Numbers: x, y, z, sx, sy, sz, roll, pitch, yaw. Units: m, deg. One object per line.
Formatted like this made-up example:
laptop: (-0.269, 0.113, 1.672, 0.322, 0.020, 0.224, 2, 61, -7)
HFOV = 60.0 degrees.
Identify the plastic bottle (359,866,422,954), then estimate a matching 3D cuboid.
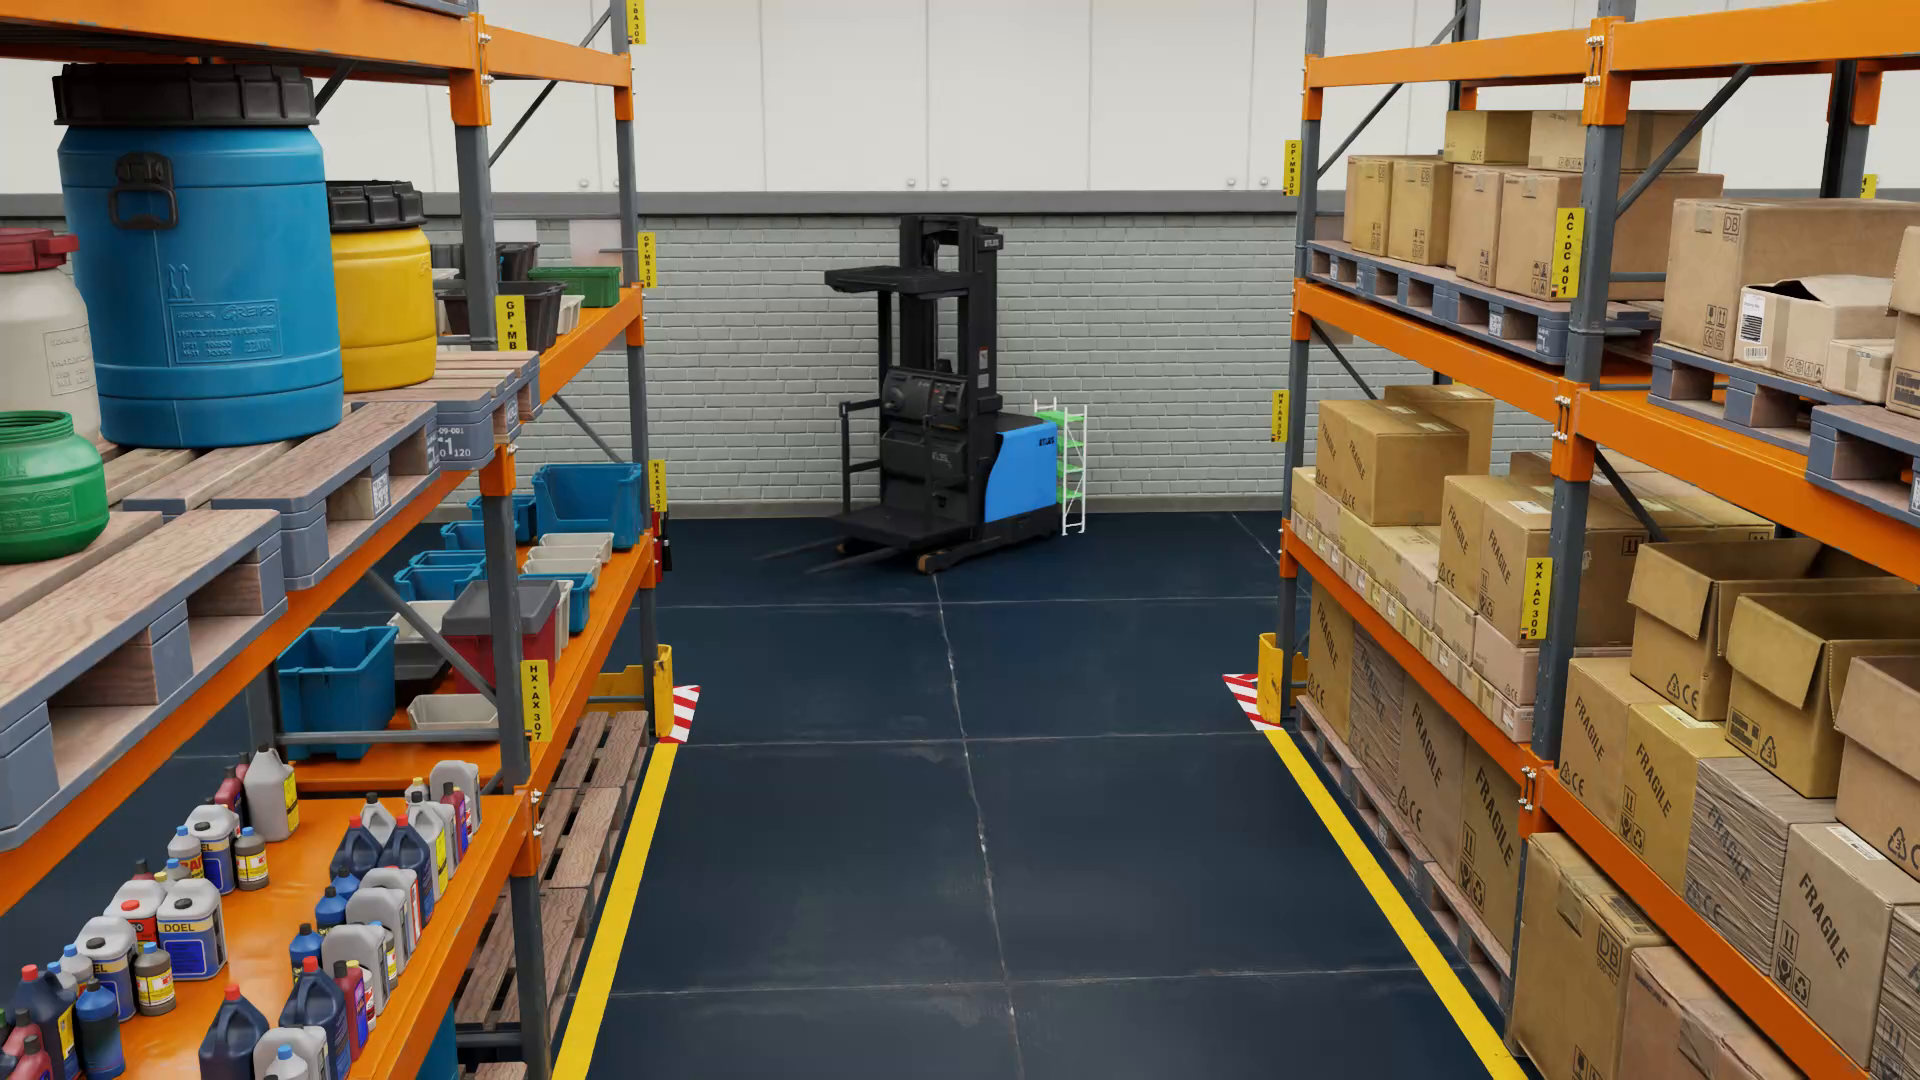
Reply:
plastic bottle: (-1.753, 1.122, 5.118, 0.152, 0.276, 0.135, -1, 14, -3)

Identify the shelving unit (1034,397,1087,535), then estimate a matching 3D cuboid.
shelving unit: (0.929, -0.693, 15.536, 0.258, 1.200, 0.503, -9, 17, -31)

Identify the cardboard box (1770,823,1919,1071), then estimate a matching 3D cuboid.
cardboard box: (2.669, 1.124, 4.661, 0.500, 0.500, 0.500, -1, 14, -2)

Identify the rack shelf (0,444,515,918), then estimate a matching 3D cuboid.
rack shelf: (-2.030, 0.146, 4.088, 1.077, 0.370, 4.000, -1, 14, -3)

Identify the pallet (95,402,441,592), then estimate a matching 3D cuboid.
pallet: (-1.934, -0.133, 4.107, 1.003, 0.211, 1.213, -1, 14, -3)

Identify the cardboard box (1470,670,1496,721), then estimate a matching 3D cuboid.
cardboard box: (2.428, 0.663, 7.158, 0.380, 0.149, 0.250, -1, 14, -2)

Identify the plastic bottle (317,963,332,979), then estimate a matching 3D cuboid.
plastic bottle: (-1.748, 1.278, 4.522, 0.097, 0.271, 0.097, 0, 14, 0)

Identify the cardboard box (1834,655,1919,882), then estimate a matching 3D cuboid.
cardboard box: (2.923, 0.626, 4.584, 0.797, 0.503, 0.637, 0, 14, -2)

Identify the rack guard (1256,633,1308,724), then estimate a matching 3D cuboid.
rack guard: (2.540, 0.886, 10.803, 1.175, 0.500, 0.348, -1, 14, -3)

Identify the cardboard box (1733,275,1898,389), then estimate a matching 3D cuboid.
cardboard box: (2.768, -0.662, 5.121, 0.500, 0.311, 0.500, -1, 14, -5)

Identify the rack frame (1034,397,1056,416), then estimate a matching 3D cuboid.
rack frame: (0.800, -0.745, 15.737, 0.240, 1.200, 0.015, -9, 17, -31)

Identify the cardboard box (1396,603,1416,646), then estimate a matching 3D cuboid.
cardboard box: (2.364, 0.407, 8.151, 0.380, 0.149, 0.250, -1, 14, -4)

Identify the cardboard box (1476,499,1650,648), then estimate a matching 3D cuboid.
cardboard box: (2.494, 0.131, 6.919, 0.500, 0.500, 0.500, 0, 14, -2)

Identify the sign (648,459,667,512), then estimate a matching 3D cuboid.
sign: (-1.854, -0.334, 10.200, 0.100, 0.325, 0.005, -1, 14, -3)

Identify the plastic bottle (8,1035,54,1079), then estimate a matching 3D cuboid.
plastic bottle: (-2.295, 1.377, 4.111, 0.061, 0.283, 0.133, -1, 14, -3)

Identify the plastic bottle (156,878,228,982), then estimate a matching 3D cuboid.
plastic bottle: (-2.296, 1.162, 4.964, 0.152, 0.276, 0.135, -1, 14, -3)

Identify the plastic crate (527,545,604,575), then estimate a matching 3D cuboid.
plastic crate: (-2.167, 0.129, 9.138, 0.396, 0.136, 0.243, -1, 14, -3)

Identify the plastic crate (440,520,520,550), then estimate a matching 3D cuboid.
plastic crate: (-2.674, 0.040, 9.290, 0.416, 0.233, 0.300, -1, 14, -3)

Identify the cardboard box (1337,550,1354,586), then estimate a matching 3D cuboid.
cardboard box: (2.300, 0.152, 9.144, 0.380, 0.149, 0.250, -1, 14, -5)

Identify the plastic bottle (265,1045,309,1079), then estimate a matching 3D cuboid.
plastic bottle: (-1.662, 1.381, 4.122, 0.097, 0.271, 0.097, 0, 14, 0)

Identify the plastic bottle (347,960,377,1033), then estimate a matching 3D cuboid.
plastic bottle: (-1.696, 1.278, 4.663, 0.097, 0.201, 0.097, 0, 14, 0)

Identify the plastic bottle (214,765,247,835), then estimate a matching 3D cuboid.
plastic bottle: (-2.549, 0.940, 5.811, 0.061, 0.283, 0.133, -1, 14, -3)

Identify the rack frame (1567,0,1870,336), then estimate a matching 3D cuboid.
rack frame: (2.790, -2.229, 5.855, 1.000, 3.000, 0.127, -1, 14, -3)

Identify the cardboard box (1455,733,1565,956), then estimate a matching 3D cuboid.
cardboard box: (2.829, 1.336, 7.457, 0.875, 0.875, 0.875, -1, 14, -3)

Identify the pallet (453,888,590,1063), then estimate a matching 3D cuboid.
pallet: (-2.238, 1.921, 7.361, 1.003, 0.211, 1.213, -1, 14, -3)

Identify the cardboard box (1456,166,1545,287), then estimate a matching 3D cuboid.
cardboard box: (2.652, -1.404, 7.424, 0.700, 0.500, 0.500, 0, 14, -1)

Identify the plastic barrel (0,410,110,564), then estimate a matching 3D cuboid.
plastic barrel: (-1.742, -0.100, 3.070, 0.294, 0.245, 0.294, 0, 14, 0)

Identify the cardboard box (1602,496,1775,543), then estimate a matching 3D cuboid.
cardboard box: (3.015, 0.119, 6.969, 0.500, 0.500, 0.500, -1, 14, -3)

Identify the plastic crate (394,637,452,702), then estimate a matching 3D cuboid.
plastic crate: (-2.491, 0.583, 7.398, 0.437, 0.125, 0.590, -1, 14, -3)

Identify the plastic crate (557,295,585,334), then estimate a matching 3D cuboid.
plastic crate: (-2.026, -1.057, 7.848, 0.437, 0.136, 0.530, -1, 14, -3)

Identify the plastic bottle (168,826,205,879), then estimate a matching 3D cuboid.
plastic bottle: (-2.503, 1.056, 5.383, 0.097, 0.271, 0.097, 0, 14, 0)

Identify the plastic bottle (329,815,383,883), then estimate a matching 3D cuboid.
plastic bottle: (-1.903, 1.048, 5.255, 0.144, 0.351, 0.185, -1, 14, -3)

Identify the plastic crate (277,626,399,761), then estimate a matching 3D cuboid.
plastic crate: (-2.523, 0.620, 6.730, 0.392, 0.384, 0.575, -1, 14, -3)

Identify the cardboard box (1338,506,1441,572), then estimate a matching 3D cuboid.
cardboard box: (2.368, -0.012, 8.982, 0.500, 0.250, 0.500, -1, 14, -5)

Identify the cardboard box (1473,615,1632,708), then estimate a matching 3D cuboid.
cardboard box: (2.500, 0.499, 6.995, 0.500, 0.250, 0.500, -1, 14, -4)

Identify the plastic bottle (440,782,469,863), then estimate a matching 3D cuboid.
plastic bottle: (-1.747, 0.959, 5.737, 0.061, 0.283, 0.133, -1, 14, -3)

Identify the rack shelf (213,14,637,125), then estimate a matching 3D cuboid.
rack shelf: (-2.278, -2.108, 7.630, 1.077, 0.370, 4.000, -1, 14, -3)

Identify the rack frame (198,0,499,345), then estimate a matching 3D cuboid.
rack frame: (-2.154, -2.153, 5.557, 1.000, 3.000, 0.127, -1, 14, -3)

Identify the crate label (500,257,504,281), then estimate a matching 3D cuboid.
crate label: (-2.667, -1.388, 8.905, 0.408, 0.251, 0.502, -1, 14, -3)

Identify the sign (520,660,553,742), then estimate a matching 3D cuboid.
sign: (-1.605, 0.611, 6.302, 0.100, 0.325, 0.005, -1, 14, -3)

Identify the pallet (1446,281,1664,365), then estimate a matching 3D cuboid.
pallet: (2.749, -0.937, 7.031, 1.003, 0.211, 1.213, -1, 14, -3)

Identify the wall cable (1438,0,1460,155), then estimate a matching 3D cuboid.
wall cable: (5.632, -6.241, 14.993, 2.277, 5.999, 0.120, -1, 14, -3)

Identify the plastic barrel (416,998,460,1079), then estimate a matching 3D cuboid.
plastic barrel: (-2.137, 1.701, 5.987, 0.600, 0.901, 0.708, -1, 14, -3)

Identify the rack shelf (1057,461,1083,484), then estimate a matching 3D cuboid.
rack shelf: (0.929, -0.631, 15.552, 0.258, 0.148, 0.480, -9, 17, -31)

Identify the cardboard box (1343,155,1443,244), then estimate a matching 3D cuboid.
cardboard box: (2.628, -1.943, 9.518, 0.700, 0.500, 0.500, -2, 15, -7)

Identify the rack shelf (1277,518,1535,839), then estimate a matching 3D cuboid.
rack shelf: (2.666, 0.527, 8.625, 1.077, 0.370, 4.000, -1, 14, -3)

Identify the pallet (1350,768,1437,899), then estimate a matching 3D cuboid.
pallet: (2.742, 1.532, 8.871, 1.003, 0.211, 1.213, -1, 14, -3)

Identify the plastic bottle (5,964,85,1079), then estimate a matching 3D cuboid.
plastic bottle: (-2.416, 1.274, 4.379, 0.144, 0.351, 0.185, -1, 14, -3)

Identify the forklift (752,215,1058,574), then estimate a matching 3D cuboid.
forklift: (-0.457, -1.270, 14.304, 1.130, 2.935, 3.031, 13, 19, 40)

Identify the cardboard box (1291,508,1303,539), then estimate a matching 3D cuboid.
cardboard box: (2.235, -0.104, 10.137, 0.380, 0.149, 0.250, -1, 14, -3)
